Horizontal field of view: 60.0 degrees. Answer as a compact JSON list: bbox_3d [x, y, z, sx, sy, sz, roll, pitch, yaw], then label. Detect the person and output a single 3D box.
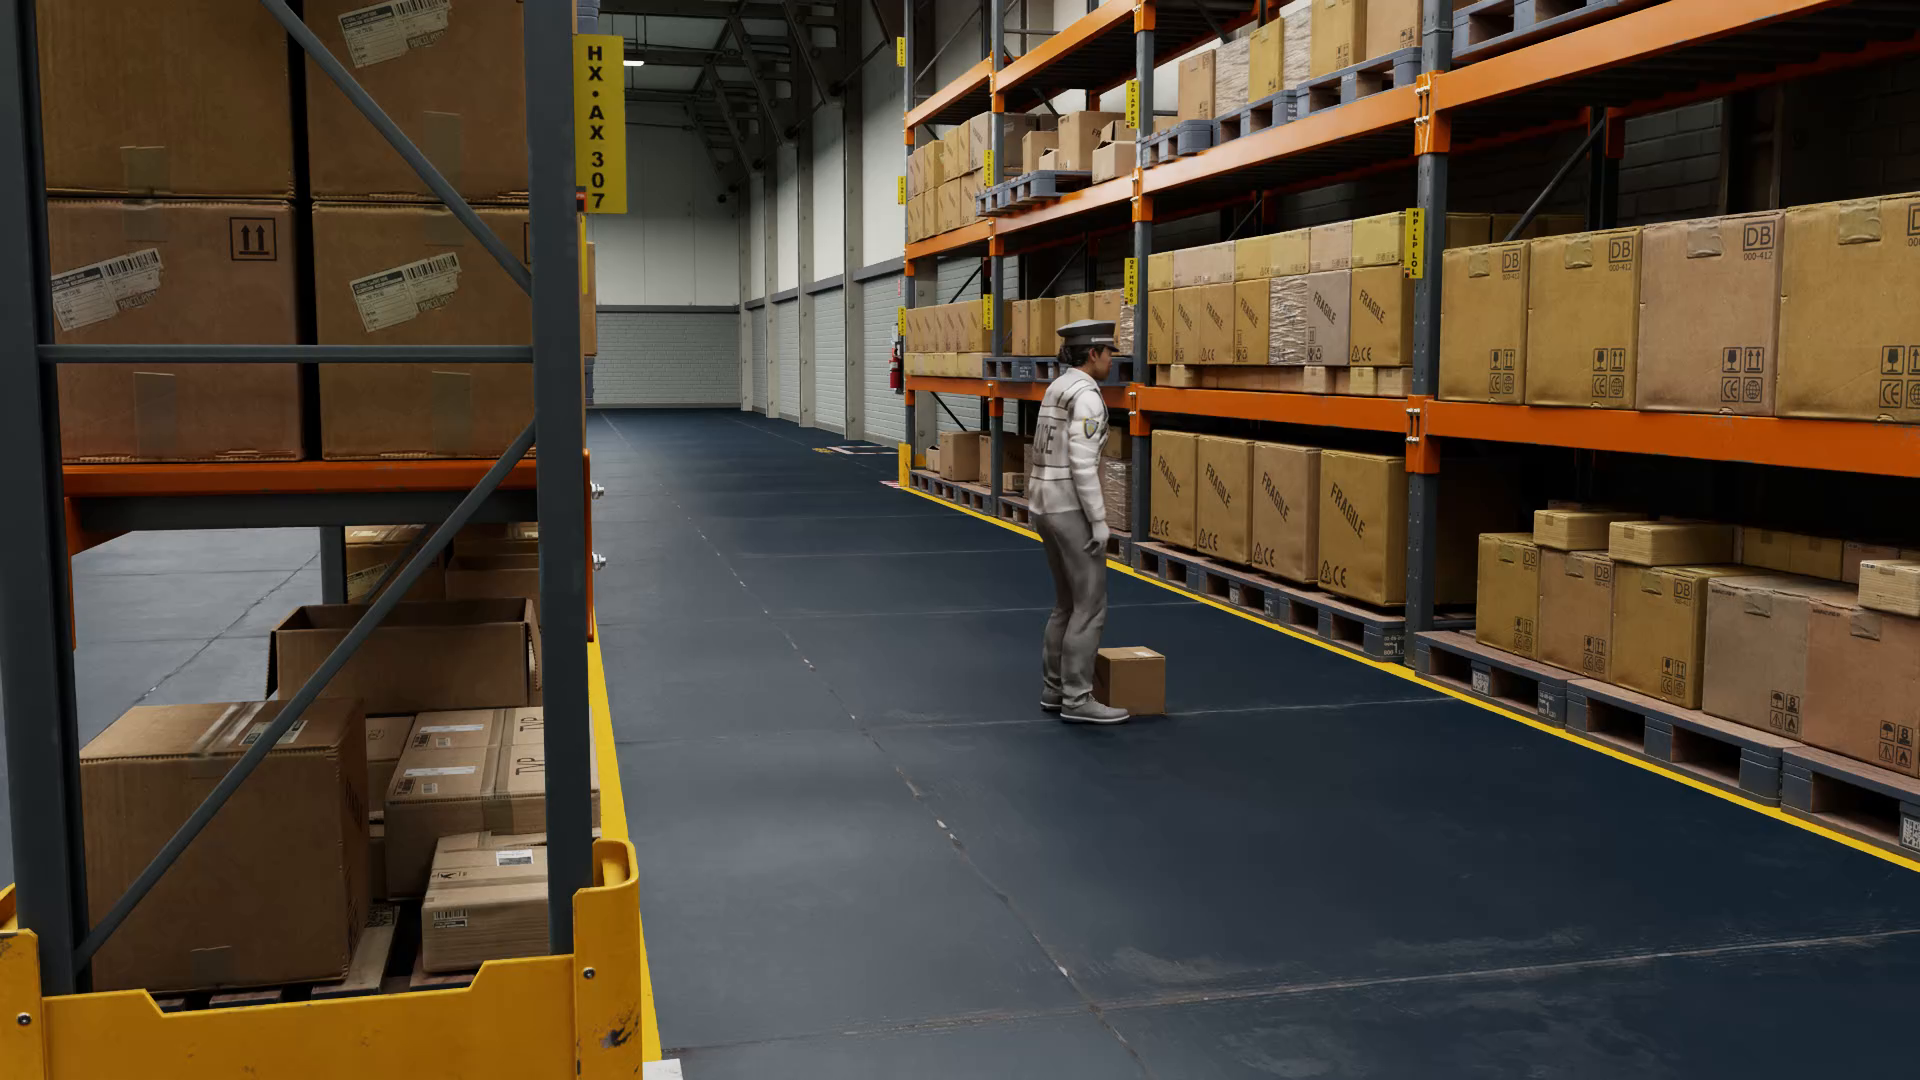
[{"bbox_3d":[0.486,-0.088,6.977,0.372,1.663,0.529,-1,6,-13],"label":"person"}]
